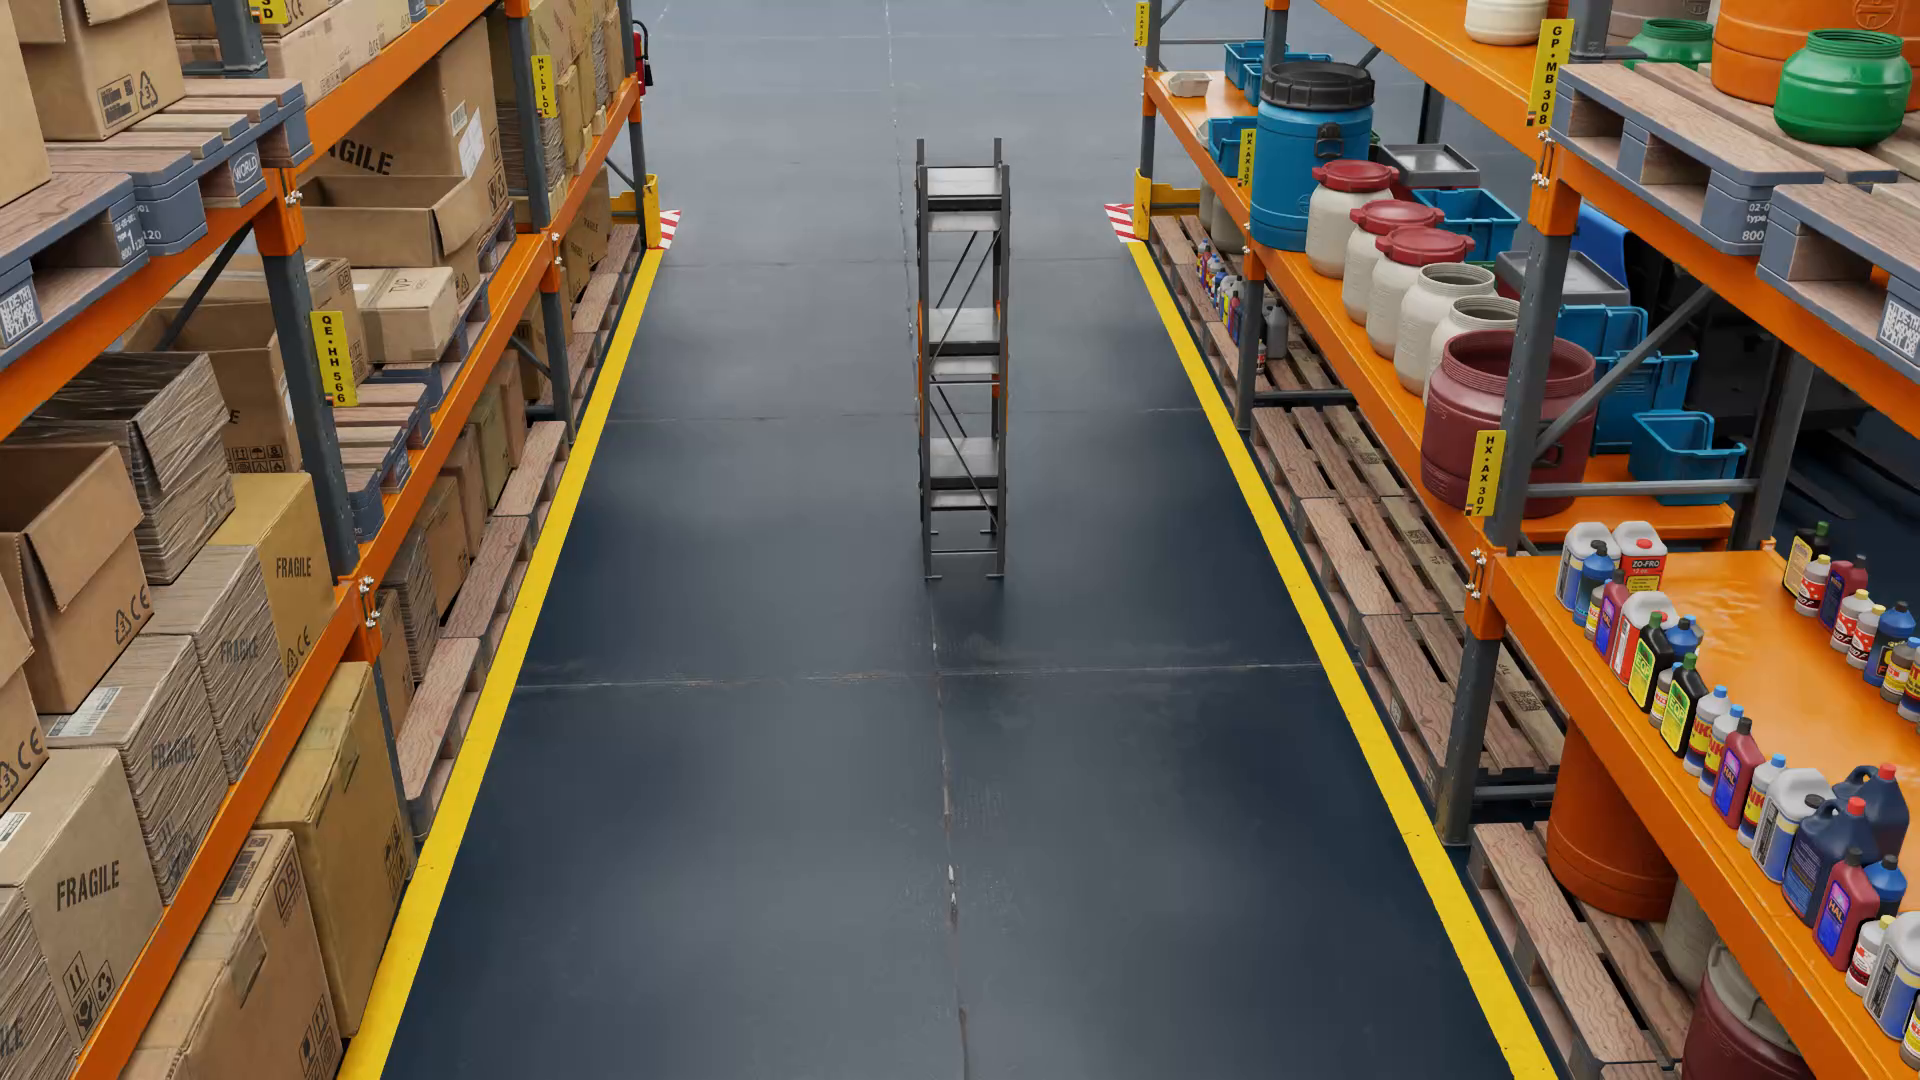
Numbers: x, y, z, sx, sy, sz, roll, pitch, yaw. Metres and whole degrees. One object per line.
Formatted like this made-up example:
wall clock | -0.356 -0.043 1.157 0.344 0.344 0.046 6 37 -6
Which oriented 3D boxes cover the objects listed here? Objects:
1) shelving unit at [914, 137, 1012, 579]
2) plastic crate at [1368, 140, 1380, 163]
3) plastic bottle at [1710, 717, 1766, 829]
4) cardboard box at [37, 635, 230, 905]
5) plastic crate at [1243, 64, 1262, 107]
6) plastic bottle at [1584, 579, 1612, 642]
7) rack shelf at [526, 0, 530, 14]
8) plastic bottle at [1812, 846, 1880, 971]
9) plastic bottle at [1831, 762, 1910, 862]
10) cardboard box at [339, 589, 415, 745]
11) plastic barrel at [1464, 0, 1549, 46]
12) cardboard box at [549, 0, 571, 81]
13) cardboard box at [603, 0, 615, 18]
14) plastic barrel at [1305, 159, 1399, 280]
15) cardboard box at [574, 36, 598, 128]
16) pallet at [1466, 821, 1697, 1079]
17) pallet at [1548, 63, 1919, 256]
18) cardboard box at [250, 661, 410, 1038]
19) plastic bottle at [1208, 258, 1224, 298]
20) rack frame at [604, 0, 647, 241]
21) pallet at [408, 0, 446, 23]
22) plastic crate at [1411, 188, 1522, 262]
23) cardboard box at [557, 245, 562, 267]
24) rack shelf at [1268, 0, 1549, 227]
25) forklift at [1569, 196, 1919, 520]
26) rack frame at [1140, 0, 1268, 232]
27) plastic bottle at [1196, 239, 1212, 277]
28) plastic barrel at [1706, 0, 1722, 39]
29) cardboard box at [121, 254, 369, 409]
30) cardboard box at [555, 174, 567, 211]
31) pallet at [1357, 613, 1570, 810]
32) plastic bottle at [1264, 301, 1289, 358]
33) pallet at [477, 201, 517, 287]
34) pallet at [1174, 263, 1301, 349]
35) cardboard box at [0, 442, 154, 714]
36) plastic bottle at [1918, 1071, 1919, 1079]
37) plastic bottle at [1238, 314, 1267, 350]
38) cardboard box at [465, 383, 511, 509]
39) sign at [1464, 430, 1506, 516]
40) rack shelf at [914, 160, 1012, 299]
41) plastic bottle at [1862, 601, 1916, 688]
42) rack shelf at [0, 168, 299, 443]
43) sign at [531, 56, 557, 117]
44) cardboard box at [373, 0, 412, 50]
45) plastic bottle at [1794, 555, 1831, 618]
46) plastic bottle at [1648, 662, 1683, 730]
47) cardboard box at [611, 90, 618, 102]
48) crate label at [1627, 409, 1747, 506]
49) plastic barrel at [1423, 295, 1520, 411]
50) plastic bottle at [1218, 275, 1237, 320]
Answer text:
shelving unit | 0.009 -0.855 8.118 0.431 2.100 0.503 -1 28 -3
plastic crate | 2.262 -2.238 9.865 0.767 0.338 0.504 -1 28 -3
plastic bottle | 2.086 0.620 4.443 0.061 0.283 0.133 -1 28 -3
cardboard box | -2.251 0.594 4.260 0.500 0.500 0.500 -2 28 -4
plastic crate | 2.307 -3.278 11.953 0.499 0.251 0.408 -1 28 -3
plastic bottle | 2.055 0.221 5.297 0.097 0.201 0.097 0 28 0
rack shelf | -2.888 -3.836 10.395 1.077 0.370 4.000 -1 28 -3
plastic bottle | 2.115 0.874 3.956 0.061 0.283 0.133 -1 28 -3
plastic bottle | 2.293 0.704 4.209 0.144 0.351 0.185 -1 28 -3
cardboard box | -2.630 0.550 6.679 0.700 0.500 0.500 -3 28 -5
plastic barrel | 2.072 -2.024 6.293 0.301 0.262 0.301 0 28 0
cardboard box | -2.581 -2.966 9.682 0.500 0.500 0.500 -1 28 -3
cardboard box | -2.685 -3.889 11.452 0.500 0.500 0.500 -1 28 -3
plastic barrel | 1.994 -1.634 8.492 0.433 0.535 0.433 0 28 0
cardboard box | -2.848 -2.979 10.788 0.875 0.500 0.500 -1 28 -3
pallet | 2.454 1.426 5.788 1.003 0.211 1.213 -1 28 -3
pallet | 2.314 -1.064 4.508 1.003 0.211 1.213 -1 28 -3
cardboard box | -2.559 1.021 5.392 1.225 0.875 0.875 -3 28 -5
plastic bottle | 1.760 -1.804 11.440 0.097 0.271 0.097 0 28 0
rack frame | -2.992 -3.749 12.694 1.000 3.000 0.127 -1 28 -3
pallet | -2.800 -2.382 7.032 1.213 0.211 1.003 -1 28 -3
plastic crate | 2.531 -1.512 8.423 0.392 0.384 0.575 -1 28 -3
cardboard box | -2.913 -1.714 11.042 0.500 0.500 0.500 -4 28 -7
rack shelf | 2.267 -2.108 7.083 1.077 0.370 4.000 -1 28 -3
forklift | 4.597 -1.922 9.267 1.130 2.935 3.031 -4 28 -8
rack frame | 1.954 -3.868 12.923 1.000 3.000 0.127 -1 28 -3
plastic bottle | 1.737 -2.009 11.832 0.097 0.271 0.097 0 28 0
plastic barrel | 2.661 -1.704 5.409 0.421 0.512 0.421 0 28 0
cardboard box | -2.772 -0.788 6.456 0.700 0.500 0.500 3 28 5
cardboard box | -2.494 -2.012 9.636 0.380 0.149 0.250 -1 28 -3
pallet | 2.370 0.704 7.172 1.003 0.211 1.213 -1 28 -3
plastic bottle | 1.985 -1.335 10.456 0.144 0.351 0.185 -1 28 -3
pallet | -2.889 -1.460 8.513 1.003 0.211 1.213 -1 28 -3
pallet | 2.103 -1.660 11.705 1.003 0.211 1.213 -1 28 -3
cardboard box | -2.521 0.096 4.130 0.797 0.503 0.637 -1 28 -1
plastic bottle | 2.185 1.091 3.549 0.152 0.276 0.135 -1 28 -3
plastic bottle | 1.841 -1.332 10.449 0.144 0.351 0.185 -2 28 -4
cardboard box | -2.767 -0.483 8.660 0.700 0.500 0.500 -2 28 -3
sign | 1.823 -0.230 5.770 0.100 0.325 0.005 -1 28 -3
rack shelf | 0.009 -1.463 7.800 0.431 0.518 0.480 -1 28 -3
plastic bottle | 2.829 0.310 5.051 0.097 0.271 0.097 0 28 0
rack shelf | -2.470 -0.141 3.312 1.077 0.370 4.000 -1 28 -3
sign | -2.229 -2.430 8.913 0.100 0.325 0.005 -1 28 -3
cardboard box | -2.408 -2.015 6.288 0.500 0.250 0.500 -1 28 -2
plastic bottle | 2.807 0.145 5.444 0.097 0.201 0.097 0 28 0
plastic bottle | 2.081 0.452 4.855 0.097 0.201 0.097 0 28 0
cardboard box | -2.694 -3.281 12.069 0.380 0.149 0.250 -1 28 -3
crate label | 2.724 -0.303 6.268 0.303 0.233 0.416 -1 28 -3
plastic barrel | 2.105 -0.693 6.714 0.421 0.512 0.421 0 28 0
plastic bottle | 1.810 -1.612 11.066 0.152 0.276 0.135 -1 28 -2
